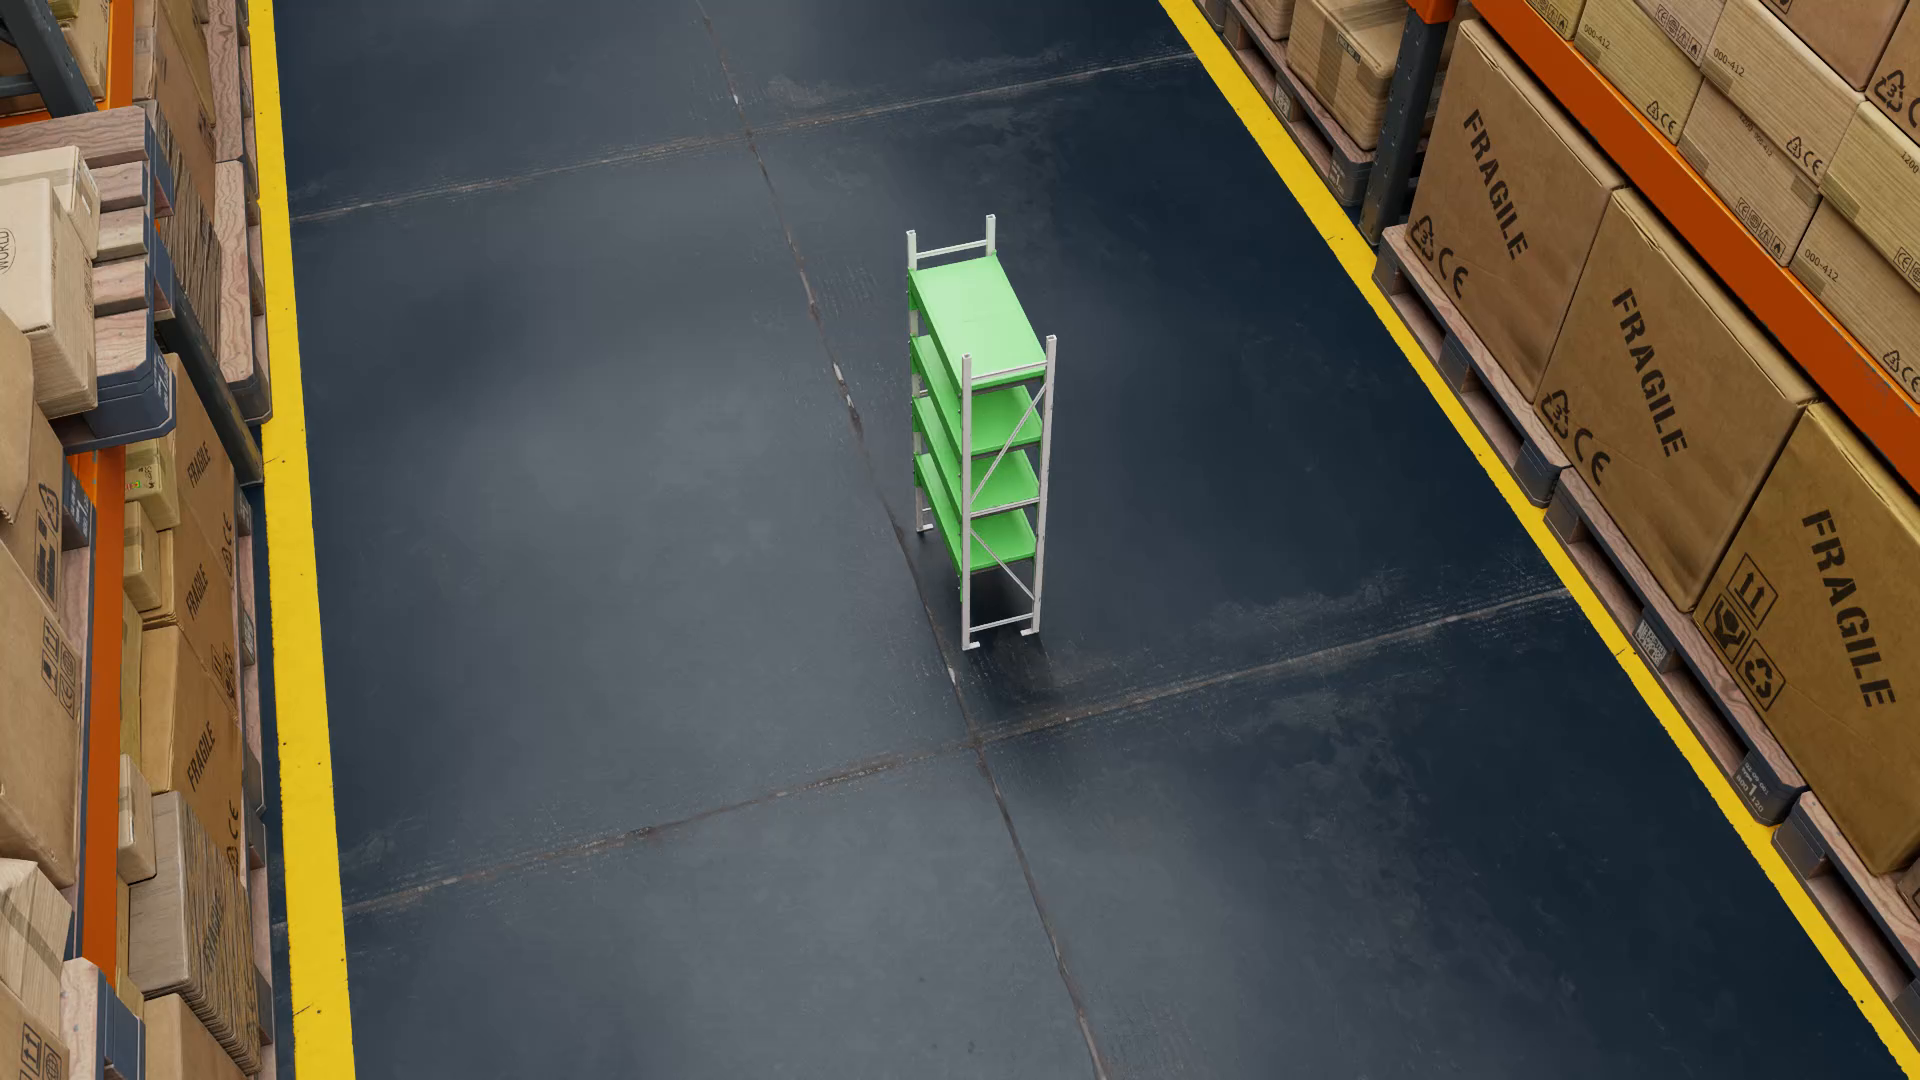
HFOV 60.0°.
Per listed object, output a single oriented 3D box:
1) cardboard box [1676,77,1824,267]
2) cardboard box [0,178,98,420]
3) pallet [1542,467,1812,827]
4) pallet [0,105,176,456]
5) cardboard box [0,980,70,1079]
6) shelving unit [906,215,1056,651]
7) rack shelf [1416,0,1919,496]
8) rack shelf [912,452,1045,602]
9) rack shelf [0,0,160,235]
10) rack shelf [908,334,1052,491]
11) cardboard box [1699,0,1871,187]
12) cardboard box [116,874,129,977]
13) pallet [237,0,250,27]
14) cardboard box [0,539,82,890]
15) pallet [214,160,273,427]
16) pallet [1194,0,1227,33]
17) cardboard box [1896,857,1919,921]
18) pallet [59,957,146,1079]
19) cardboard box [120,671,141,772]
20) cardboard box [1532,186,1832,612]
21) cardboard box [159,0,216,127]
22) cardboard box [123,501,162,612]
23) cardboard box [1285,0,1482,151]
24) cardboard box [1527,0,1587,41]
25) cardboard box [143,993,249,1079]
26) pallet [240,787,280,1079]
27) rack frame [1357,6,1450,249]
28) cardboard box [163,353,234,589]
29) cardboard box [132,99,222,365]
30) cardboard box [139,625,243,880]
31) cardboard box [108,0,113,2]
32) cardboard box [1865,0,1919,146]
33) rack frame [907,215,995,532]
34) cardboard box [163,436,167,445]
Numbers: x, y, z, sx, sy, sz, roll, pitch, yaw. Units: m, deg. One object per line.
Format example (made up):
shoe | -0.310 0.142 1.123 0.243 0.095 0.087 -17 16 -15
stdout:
cardboard box | 2.207 -0.986 4.217 0.500 0.250 0.500 -12 51 -10
cardboard box | -2.135 -0.469 3.506 0.500 0.250 0.500 -15 52 -13
pallet | 2.503 0.177 4.963 1.003 0.211 1.213 -13 51 -11
pallet | -2.489 -0.538 3.867 1.213 0.211 1.003 -13 51 -11
cardboard box | -1.656 0.893 2.195 0.700 0.500 0.500 -13 51 -11
shelving unit | 0.049 -0.266 4.689 0.258 1.200 0.503 -13 51 -11
rack shelf | 2.576 -0.511 4.190 1.077 0.370 4.000 -13 51 -11
rack shelf | 0.049 -0.070 4.922 0.258 0.148 0.480 -13 51 -11
rack shelf | -3.348 -2.308 5.704 1.077 0.370 4.000 -13 51 -11
rack shelf | 0.049 -0.379 4.555 0.258 0.148 0.480 -13 51 -11
cardboard box | 2.186 -1.146 4.026 0.500 0.250 0.500 -13 51 -11
cardboard box | -1.979 0.852 3.506 0.380 0.149 0.250 -13 51 -11
pallet | -3.684 -2.572 7.280 1.003 0.211 1.213 -13 51 -11
cardboard box | -1.888 0.320 2.679 0.700 0.500 0.500 -14 51 -11
pallet | -2.962 -0.790 5.778 1.003 0.211 1.213 -13 51 -11
pallet | 1.398 -2.766 7.443 1.003 0.211 1.213 -13 51 -11
cardboard box | 2.908 0.832 3.701 0.875 0.875 0.875 -12 51 -10
pallet | -1.705 1.296 2.321 1.003 0.211 1.213 -13 51 -11
cardboard box | -2.113 0.466 3.832 0.380 0.149 0.250 -14 51 -12
cardboard box | 2.369 -0.479 4.807 0.875 0.875 0.875 -13 51 -11
cardboard box | -3.328 -1.875 6.147 0.875 0.625 0.625 -15 52 -12
cardboard box | -2.222 0.080 4.156 0.380 0.149 0.250 -15 51 -12
cardboard box | 1.827 -1.907 6.340 0.950 0.372 0.625 -16 52 -13
cardboard box | 1.889 -1.741 4.854 0.500 0.250 0.500 -14 51 -12
cardboard box | -1.812 1.357 3.505 0.500 0.500 0.500 -15 51 -12
pallet | -2.214 1.263 4.047 1.003 0.211 1.213 -13 51 -11
rack frame | 1.984 -2.204 5.146 1.000 3.000 0.127 -13 51 -11
cardboard box | -2.426 -0.148 4.773 0.500 0.500 0.500 -12 51 -10
cardboard box | -2.927 -0.907 5.332 0.875 0.625 0.625 -12 51 -10
cardboard box | -2.130 0.601 4.142 0.500 0.500 0.500 -11 51 -9
cardboard box | -2.798 -1.778 4.885 0.500 0.250 0.500 -14 51 -12
cardboard box | 2.337 -1.032 3.439 0.500 0.500 0.500 -13 51 -10
rack frame | -0.023 -0.444 4.840 0.240 1.200 0.015 -13 51 -11
cardboard box | -2.368 -0.314 4.489 0.380 0.149 0.250 -16 52 -13
